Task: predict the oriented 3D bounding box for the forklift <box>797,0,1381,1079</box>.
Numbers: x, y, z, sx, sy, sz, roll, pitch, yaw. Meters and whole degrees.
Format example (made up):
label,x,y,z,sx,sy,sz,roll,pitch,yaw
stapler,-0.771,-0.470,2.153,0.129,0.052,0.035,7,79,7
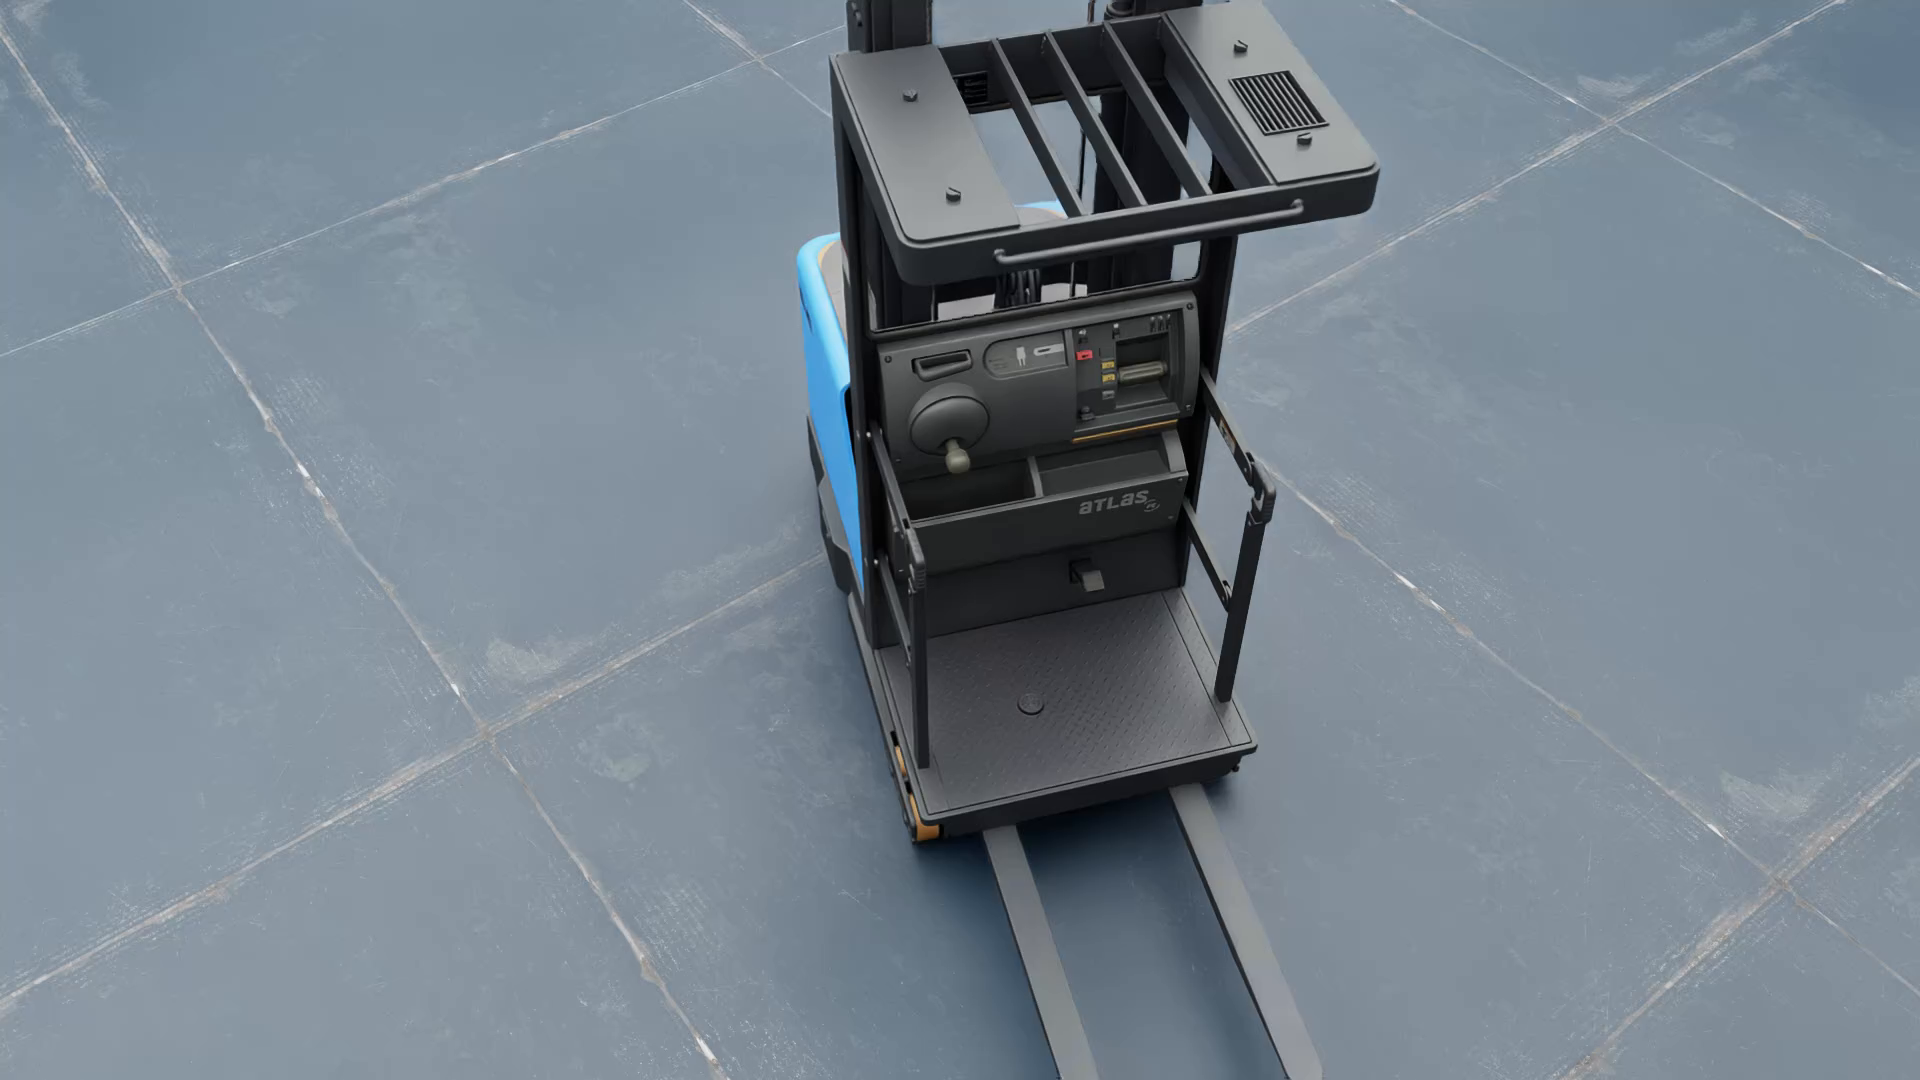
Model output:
label,x,y,z,sx,sy,sz,roll,pitch,yaw
forklift,0.291,-0.342,4.581,1.130,2.935,3.031,-11,49,-10
